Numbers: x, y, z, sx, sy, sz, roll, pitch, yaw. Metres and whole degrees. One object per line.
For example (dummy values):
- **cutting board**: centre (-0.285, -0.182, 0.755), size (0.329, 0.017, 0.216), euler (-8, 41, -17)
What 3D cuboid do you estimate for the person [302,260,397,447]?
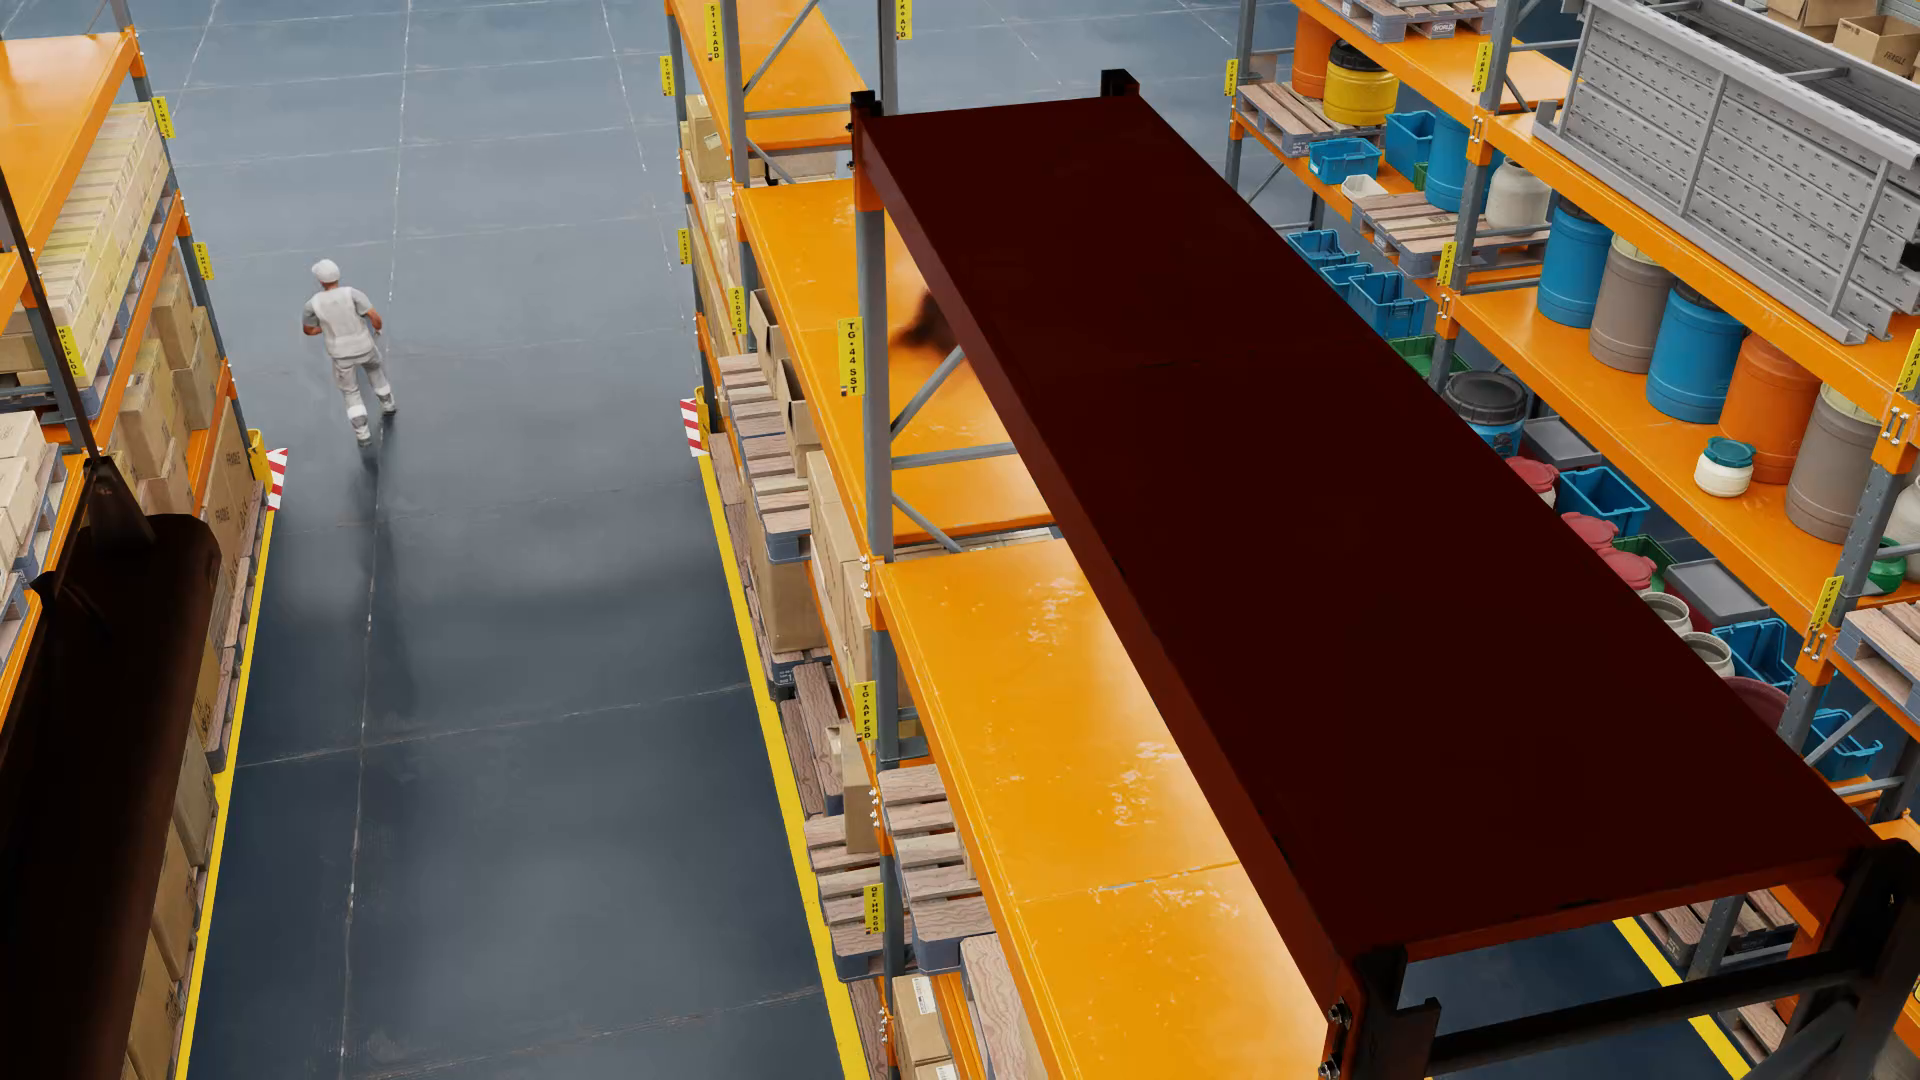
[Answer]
- **person**: centre (-5.520, -1.710, 15.002), size (0.670, 1.789, 0.986), euler (-13, 37, -18)
